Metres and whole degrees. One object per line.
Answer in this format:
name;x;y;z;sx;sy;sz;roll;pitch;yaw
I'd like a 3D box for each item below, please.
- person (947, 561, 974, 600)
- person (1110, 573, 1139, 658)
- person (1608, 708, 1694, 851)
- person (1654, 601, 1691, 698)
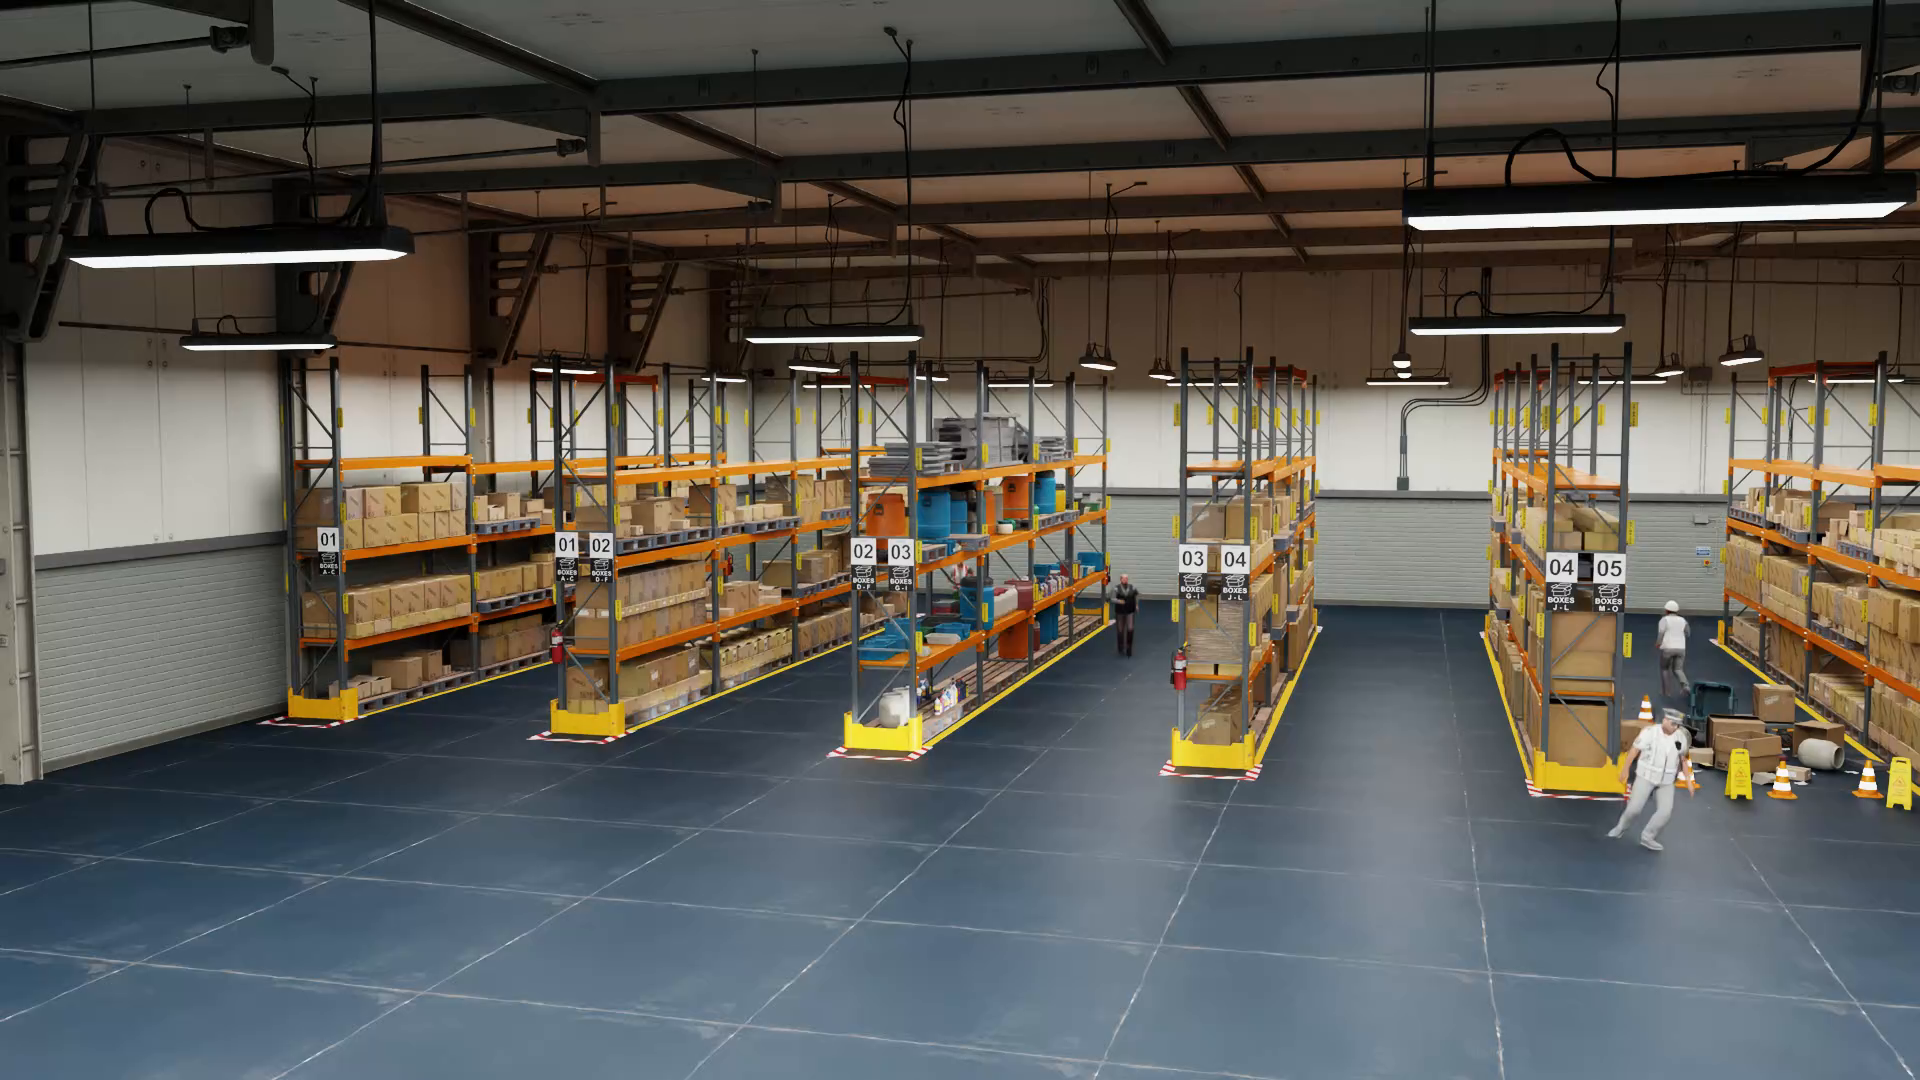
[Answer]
person;0.013;1.194;39.470;0.648;1.750;1.070;0;4;2
person;3.470;1.588;34.965;0.630;1.761;0.832;0;4;1
person;8.015;2.751;19.273;0.831;1.660;0.667;0;4;-1
person;12.751;1.967;29.638;0.649;1.738;0.858;0;4;-1
